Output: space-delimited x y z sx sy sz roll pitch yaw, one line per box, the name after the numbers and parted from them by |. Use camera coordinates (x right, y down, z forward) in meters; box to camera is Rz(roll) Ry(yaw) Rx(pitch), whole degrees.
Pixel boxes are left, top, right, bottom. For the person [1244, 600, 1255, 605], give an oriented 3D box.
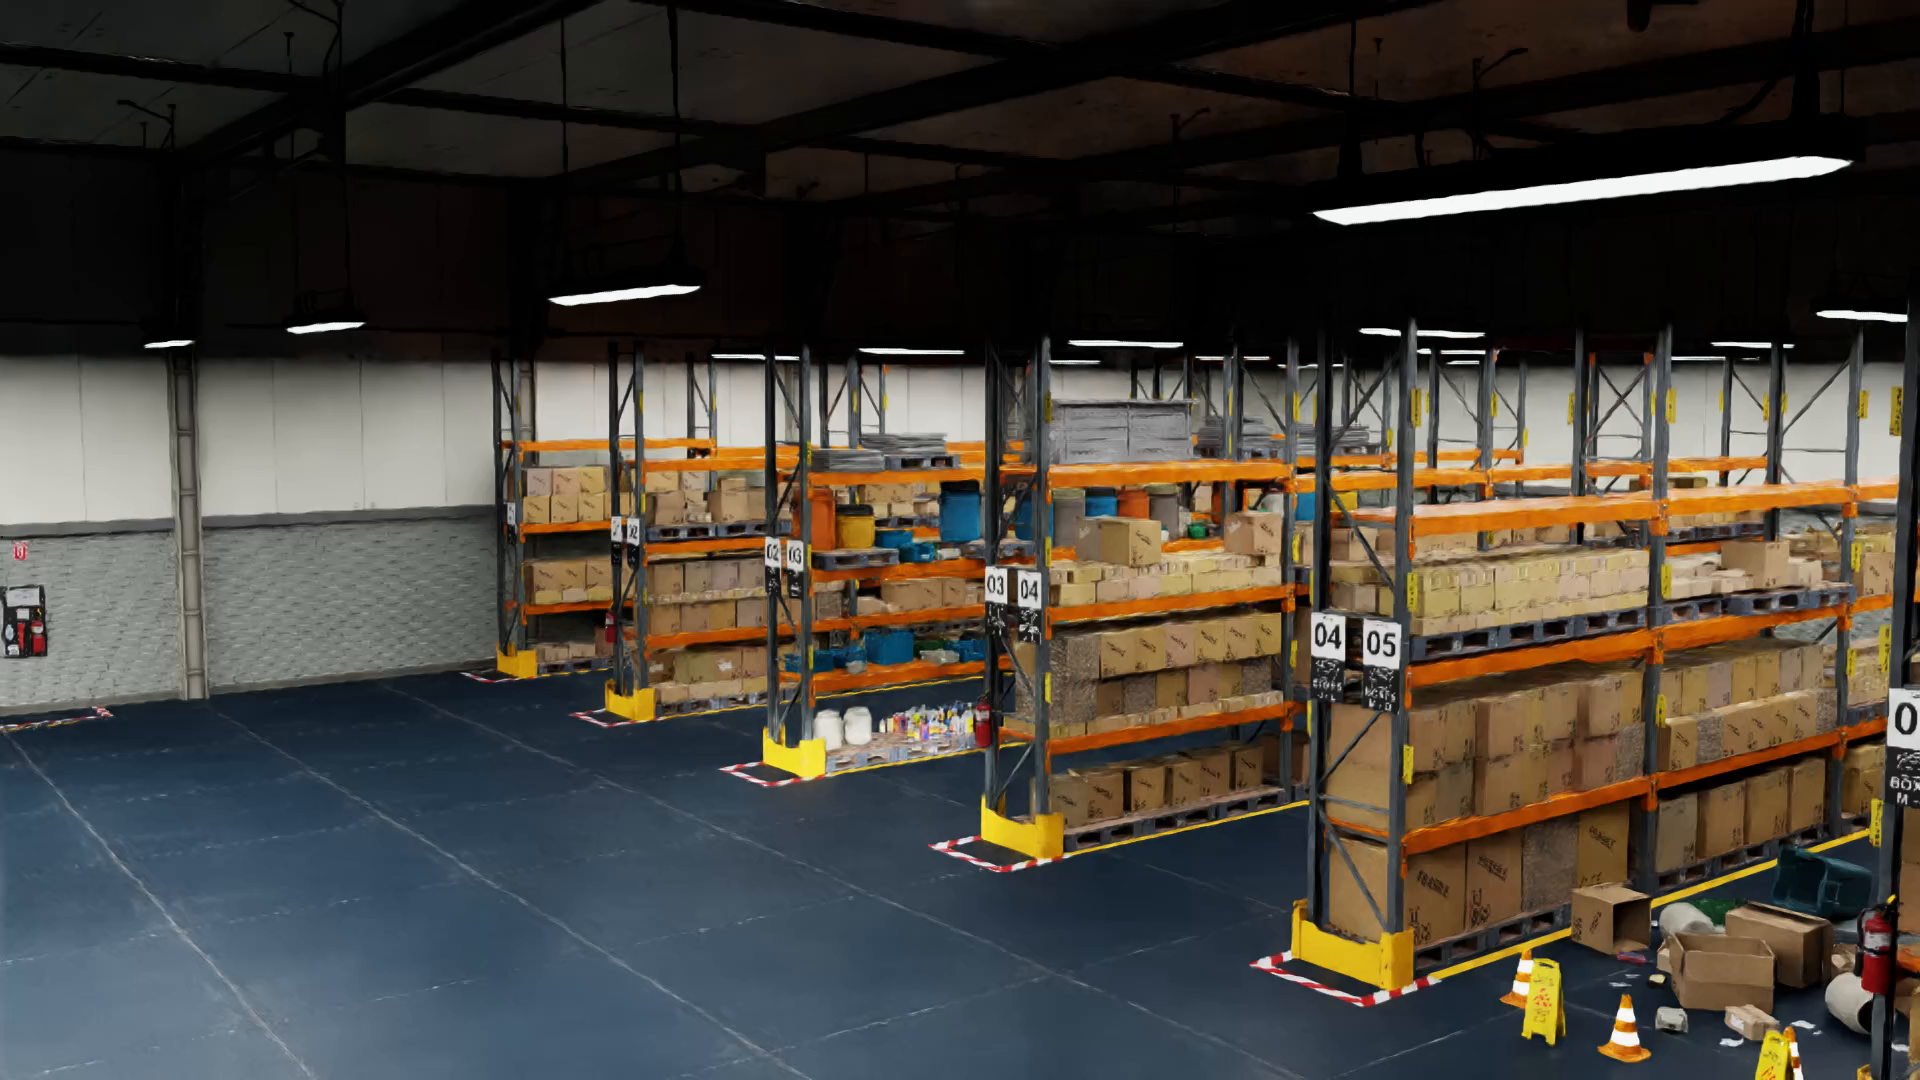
5.307 1.636 30.275 1.110 1.703 0.565 -3 6 -33 | person
